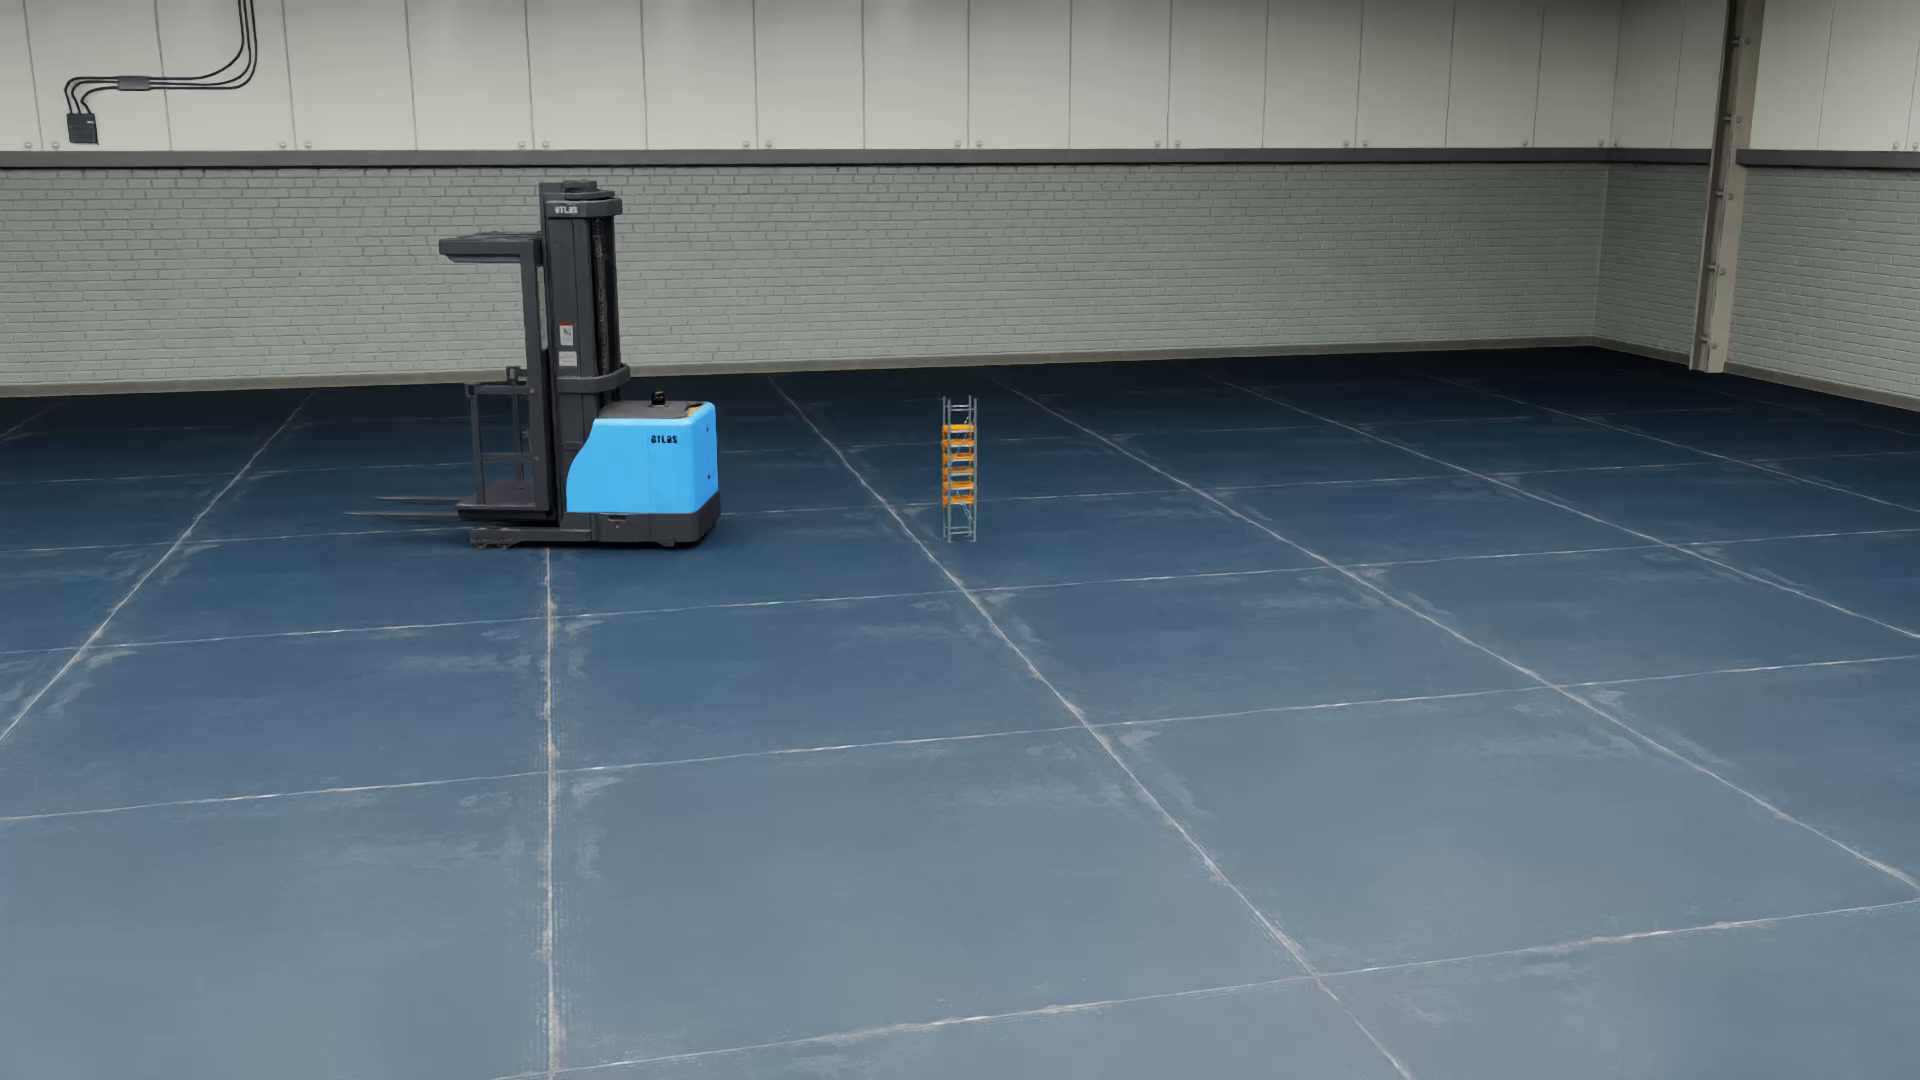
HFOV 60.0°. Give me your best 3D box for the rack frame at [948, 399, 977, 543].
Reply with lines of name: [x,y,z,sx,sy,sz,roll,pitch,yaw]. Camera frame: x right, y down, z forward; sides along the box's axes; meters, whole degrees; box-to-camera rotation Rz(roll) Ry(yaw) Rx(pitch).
rack frame: [0.018,-0.565,13.712,0.240,1.200,0.006,-3,14,-13]

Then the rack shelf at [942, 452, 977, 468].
rack shelf: [-0.003,-0.660,13.780,0.258,0.103,0.180,-3,14,-13]

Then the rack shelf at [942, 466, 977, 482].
rack shelf: [-0.003,-0.543,13.809,0.258,0.103,0.180,-3,14,-13]

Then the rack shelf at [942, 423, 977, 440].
rack shelf: [-0.003,-0.893,13.723,0.258,0.103,0.180,-3,14,-13]

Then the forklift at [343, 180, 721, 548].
forklift: [-3.622,-1.482,13.817,3.031,2.935,1.130,1,14,4]

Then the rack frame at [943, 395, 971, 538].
rack frame: [-0.025,-0.607,13.885,0.240,1.200,0.006,-3,14,-13]

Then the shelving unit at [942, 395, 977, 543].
shelving unit: [-0.003,-0.586,13.798,0.258,1.200,0.189,-3,14,-13]

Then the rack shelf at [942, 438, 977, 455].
rack shelf: [-0.003,-0.776,13.752,0.258,0.103,0.180,-3,14,-13]

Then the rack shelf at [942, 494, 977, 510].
rack shelf: [-0.003,-0.310,13.866,0.258,0.103,0.180,-3,14,-13]

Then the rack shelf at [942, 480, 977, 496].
rack shelf: [-0.003,-0.426,13.837,0.258,0.103,0.180,-3,14,-13]

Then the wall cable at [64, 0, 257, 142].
wall cable: [-10.068,-7.980,20.463,2.305,6.003,0.169,-3,14,-13]
